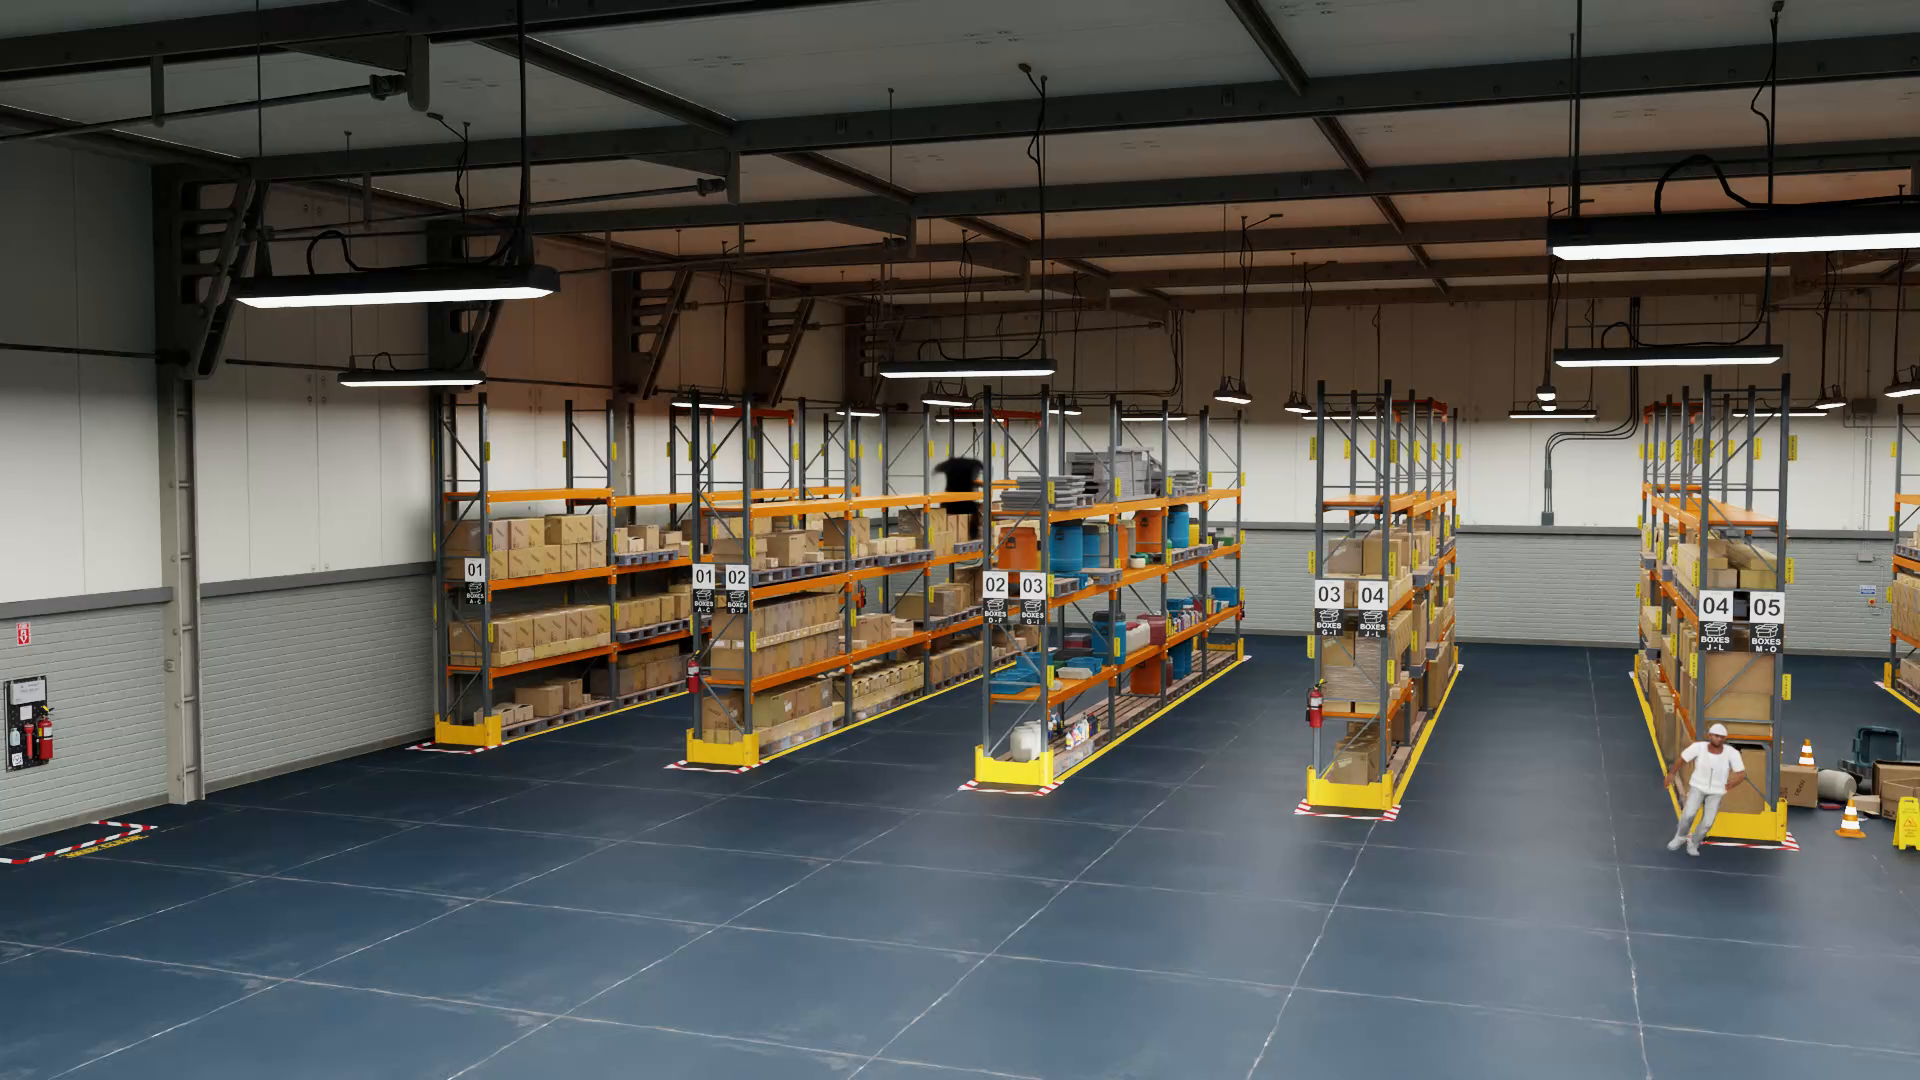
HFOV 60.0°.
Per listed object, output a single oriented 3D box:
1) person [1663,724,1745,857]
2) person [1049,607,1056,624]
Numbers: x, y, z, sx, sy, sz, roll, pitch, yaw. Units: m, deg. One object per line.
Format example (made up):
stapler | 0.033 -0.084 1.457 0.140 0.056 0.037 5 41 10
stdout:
person | 9.195 3.098 20.494 0.890 1.682 0.621 1 3 14
person | 2.233 1.883 43.234 0.610 1.637 0.521 -1 3 -21
